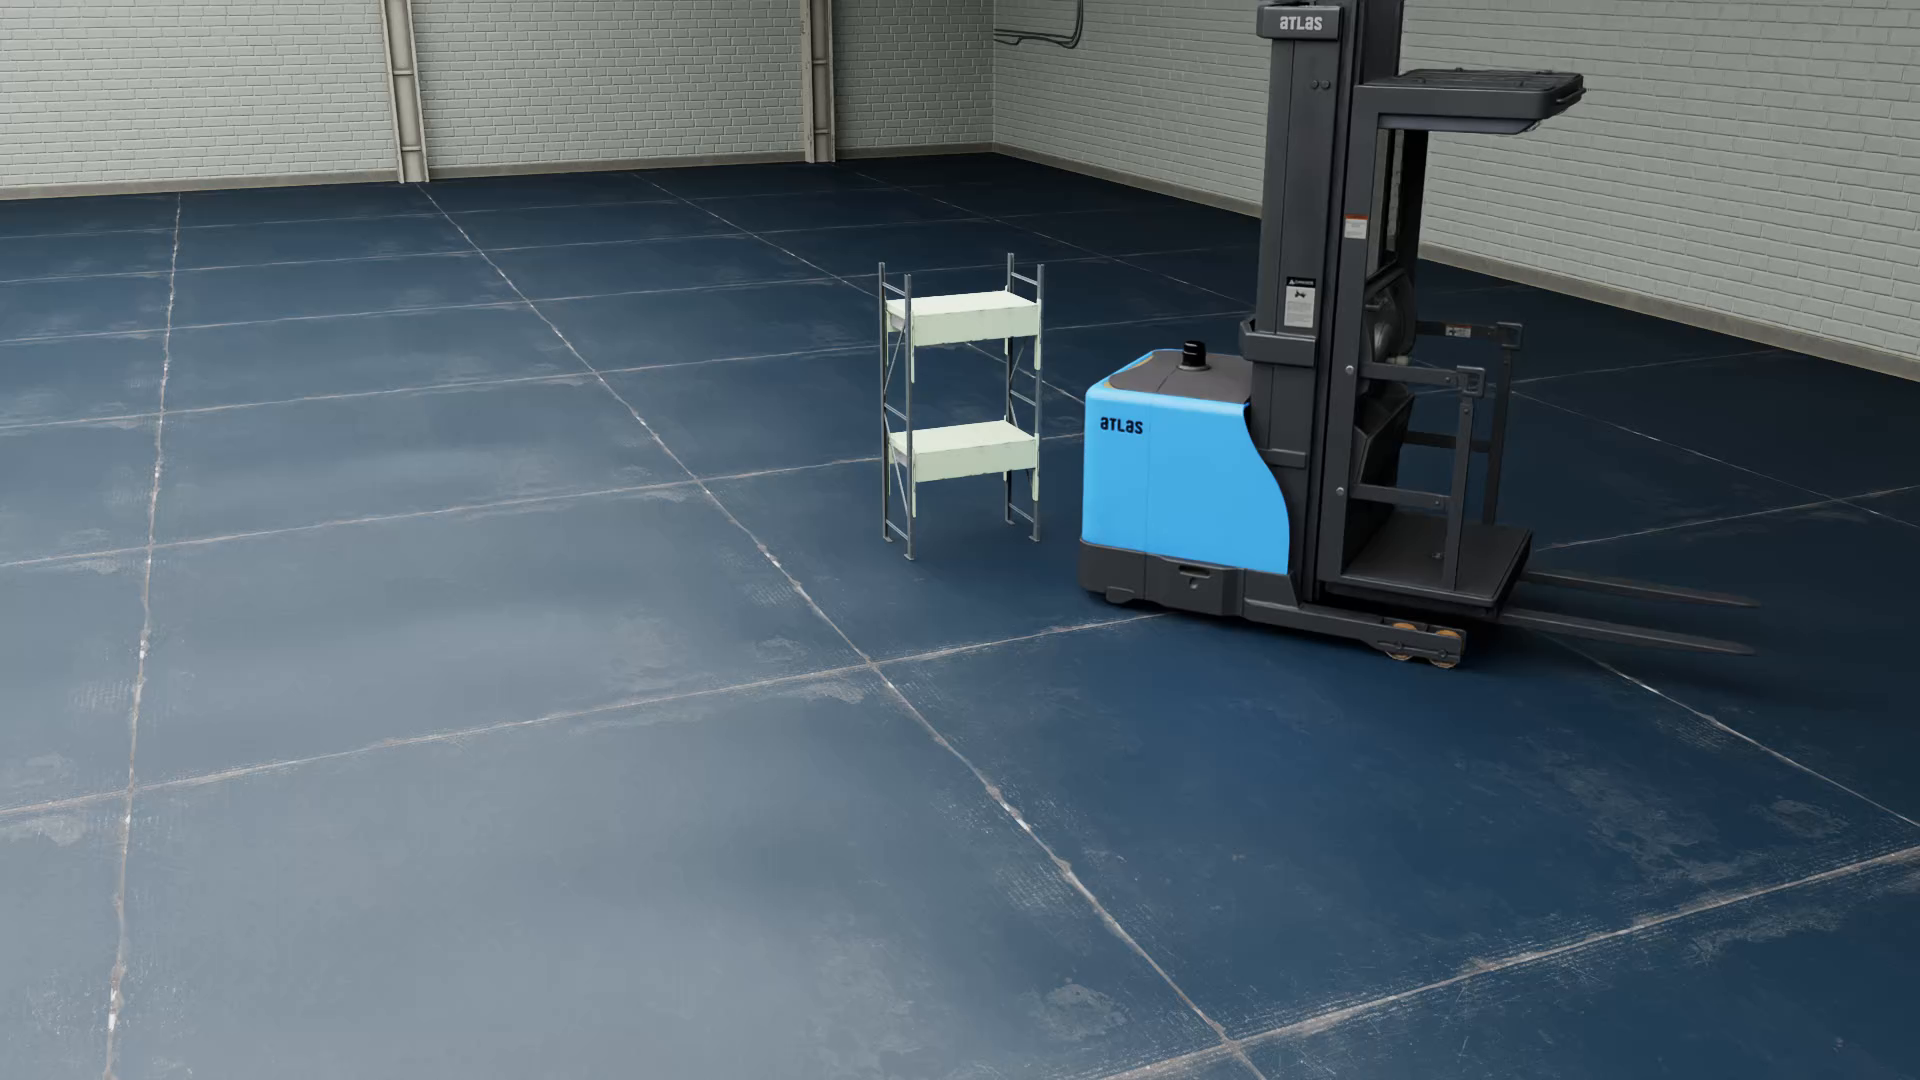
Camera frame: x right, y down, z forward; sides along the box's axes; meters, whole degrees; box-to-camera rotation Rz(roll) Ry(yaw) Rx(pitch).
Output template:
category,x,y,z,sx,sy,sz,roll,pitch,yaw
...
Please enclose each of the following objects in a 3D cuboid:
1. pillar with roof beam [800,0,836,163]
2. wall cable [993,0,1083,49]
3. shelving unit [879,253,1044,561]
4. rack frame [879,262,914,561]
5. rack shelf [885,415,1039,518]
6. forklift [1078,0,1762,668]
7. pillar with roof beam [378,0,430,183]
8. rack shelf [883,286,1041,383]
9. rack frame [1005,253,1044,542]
category,x,y,z,sx,sy,sz,roll,pitch,yaw
pillar with roof beam,-0.442,-8.752,20.328,0.400,9.000,9.100,-8,21,-22
wall cable,1.082,-8.584,24.528,0.112,2.526,3.097,-8,21,-22
shelving unit,0.006,-0.708,8.775,0.755,1.500,0.431,-8,21,-22
rack frame,-0.330,-0.660,8.639,0.023,1.500,0.400,-8,21,-22
rack shelf,0.006,-0.401,8.884,0.720,0.370,0.431,-8,21,-22
forklift,2.134,-1.014,7.489,3.031,2.935,1.130,9,21,25
pillar with roof beam,-5.951,-7.962,18.086,0.400,9.000,9.100,-8,21,-22
rack shelf,0.006,-1.076,8.646,0.720,0.370,0.431,-8,21,-22
rack frame,0.342,-0.756,8.912,0.023,1.500,0.400,-8,21,-22
